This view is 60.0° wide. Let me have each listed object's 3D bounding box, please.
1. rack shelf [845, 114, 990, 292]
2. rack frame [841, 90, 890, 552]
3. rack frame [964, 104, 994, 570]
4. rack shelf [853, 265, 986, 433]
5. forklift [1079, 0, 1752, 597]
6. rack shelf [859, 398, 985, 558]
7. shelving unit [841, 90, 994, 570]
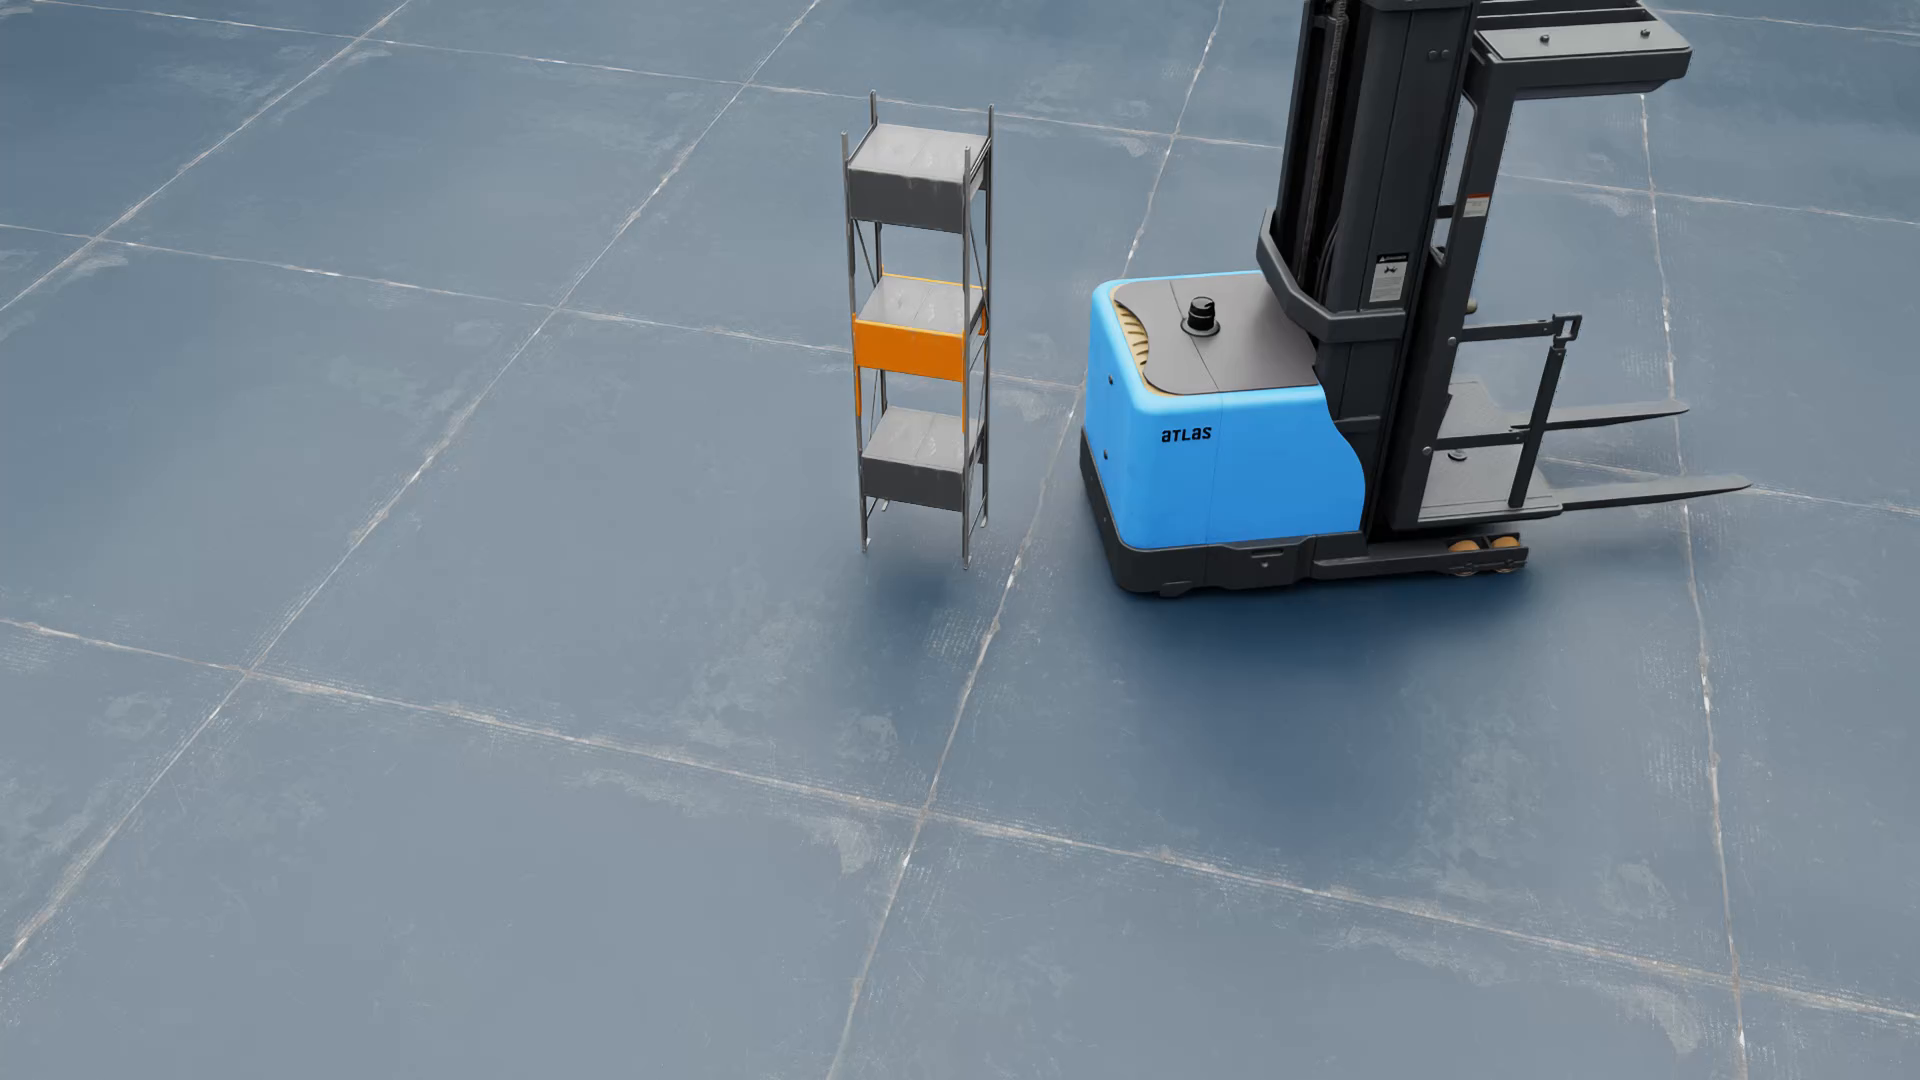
[{"bbox_3d":[-0.160,-1.357,6.691,0.480,0.518,0.431,10,41,11],"label":"rack shelf"},{"bbox_3d":[-0.396,-0.872,7.180,0.015,2.100,0.400,10,41,11],"label":"rack frame"},{"bbox_3d":[0.076,-0.791,7.084,0.015,2.100,0.400,10,41,11],"label":"rack frame"},{"bbox_3d":[-0.160,-0.821,7.141,0.480,0.518,0.431,10,41,11],"label":"rack shelf"},{"bbox_3d":[2.140,-1.290,7.031,3.031,2.935,1.130,-5,40,-6],"label":"forklift"},{"bbox_3d":[-0.160,-0.285,7.591,0.480,0.518,0.431,10,41,11],"label":"rack shelf"},{"bbox_3d":[-0.160,-0.832,7.132,0.503,2.100,0.431,10,41,11],"label":"shelving unit"}]
